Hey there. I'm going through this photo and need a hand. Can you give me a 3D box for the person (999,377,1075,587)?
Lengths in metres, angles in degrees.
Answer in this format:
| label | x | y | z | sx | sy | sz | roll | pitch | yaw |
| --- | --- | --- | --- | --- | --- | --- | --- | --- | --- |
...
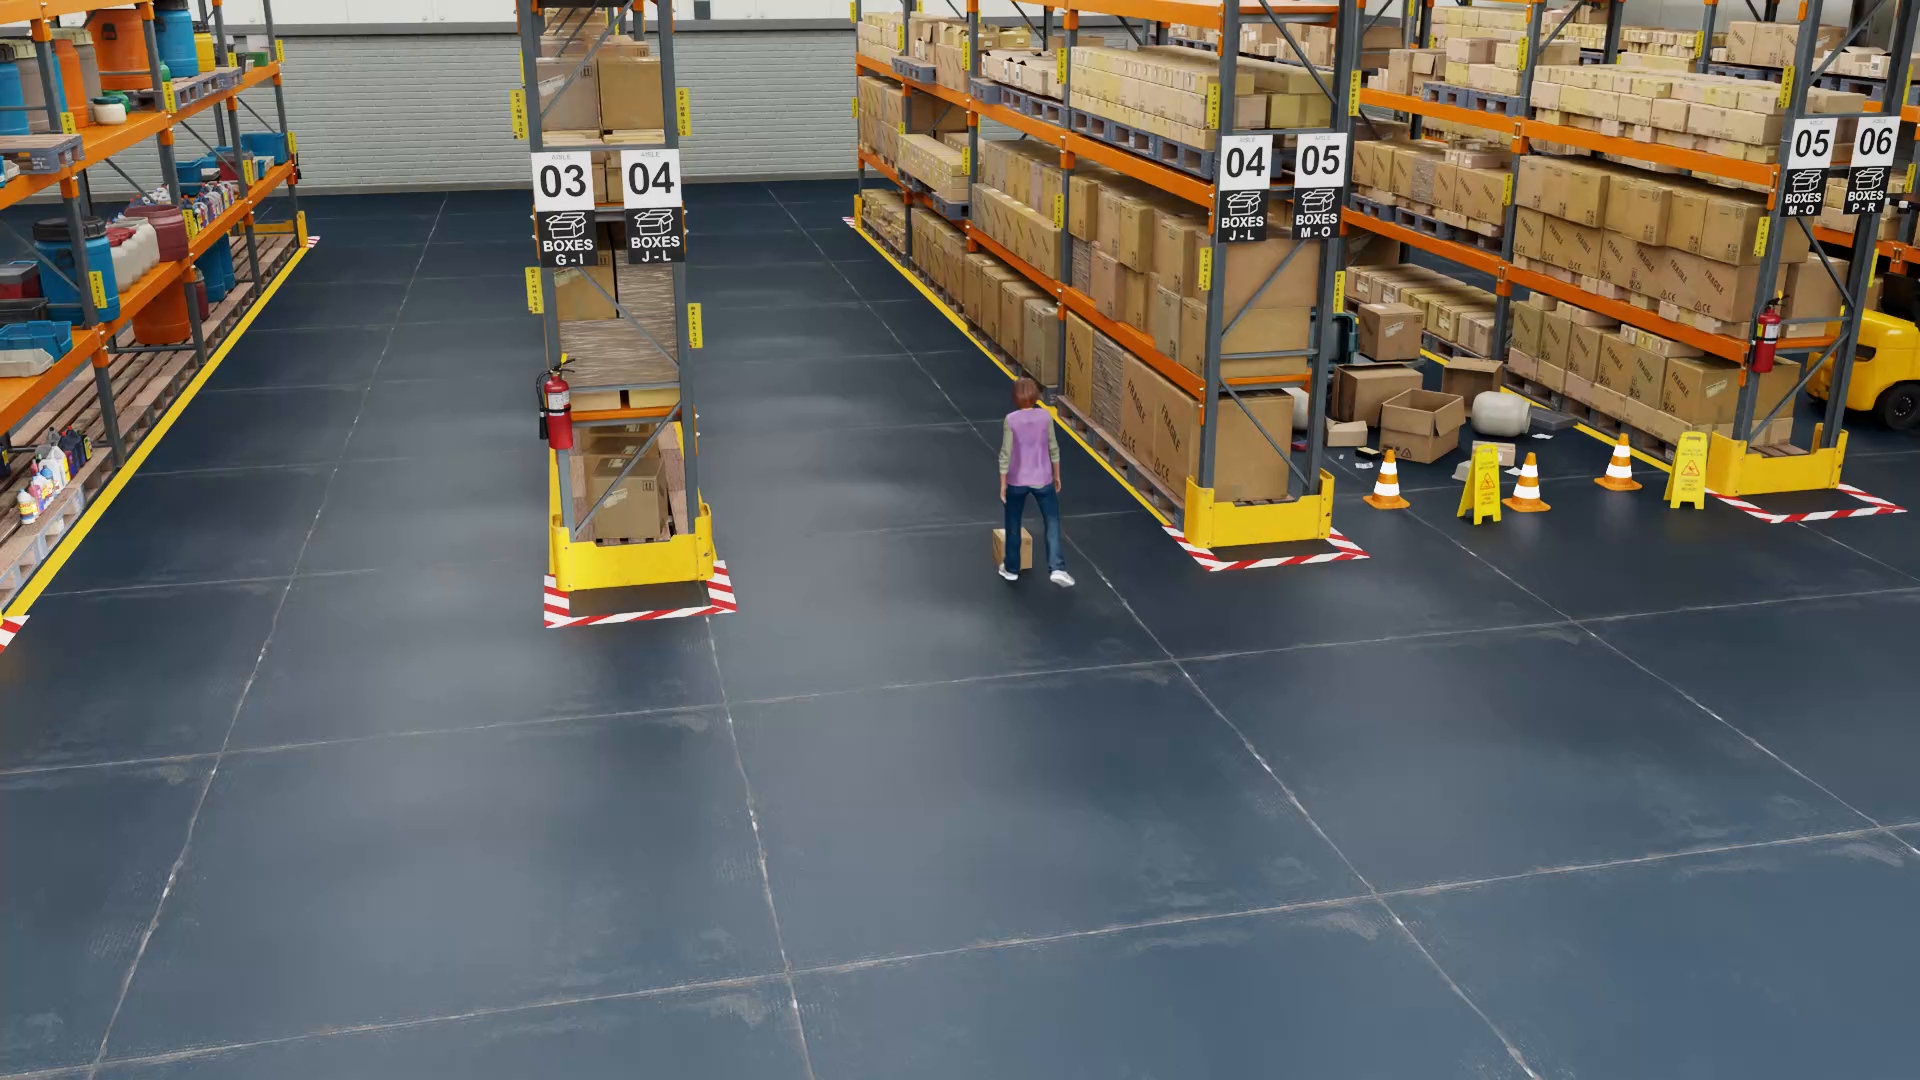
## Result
| label | x | y | z | sx | sy | sz | roll | pitch | yaw |
| --- | --- | --- | --- | --- | --- | --- | --- | --- | --- |
| person | 0.550 | -0.409 | 12.192 | 0.545 | 1.589 | 0.707 | -3 | 20 | -7 |
